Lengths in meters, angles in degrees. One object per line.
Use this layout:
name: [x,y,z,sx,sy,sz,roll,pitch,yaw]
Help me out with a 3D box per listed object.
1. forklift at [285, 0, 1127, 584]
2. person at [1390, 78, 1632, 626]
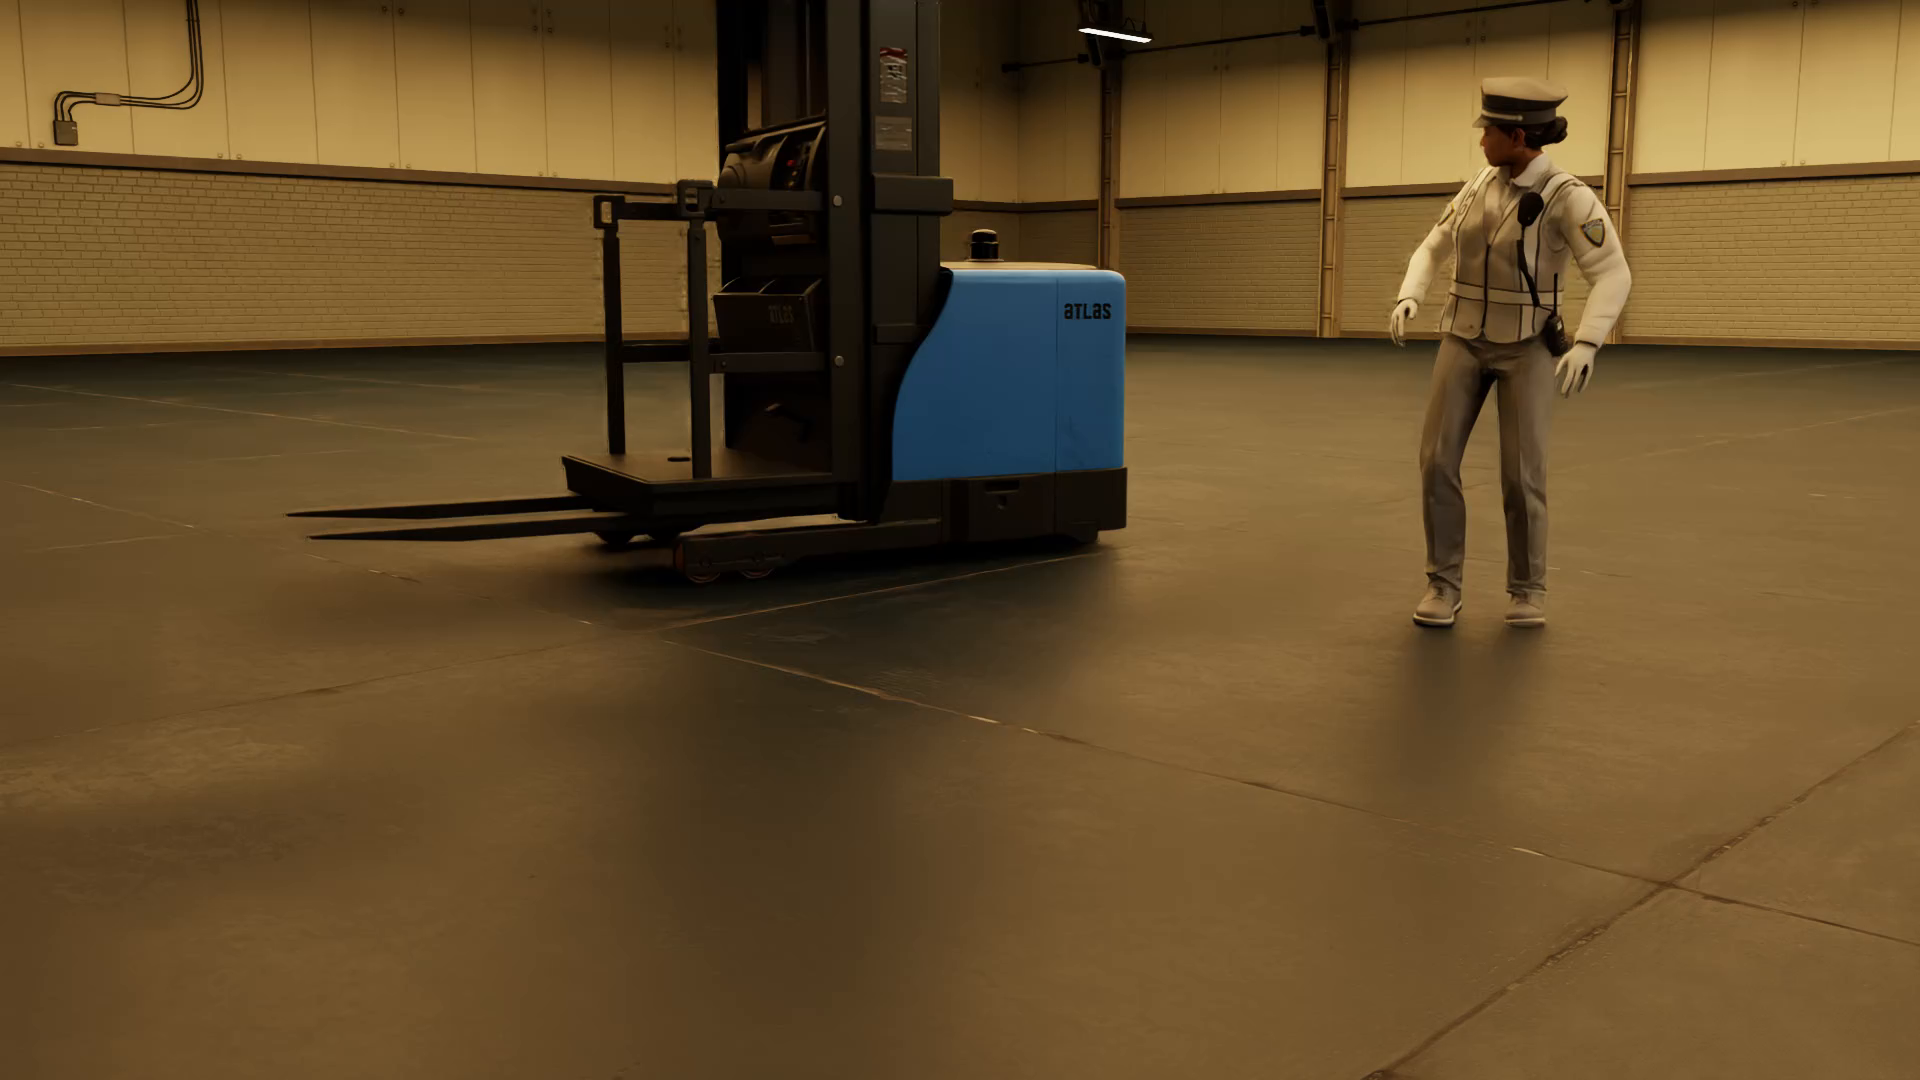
forklift: [-0.886,-1.388,6.093,3.031,2.935,1.130,-5,10,-28]
person: [1.634,-0.551,4.984,0.712,1.632,0.482,7,11,40]
